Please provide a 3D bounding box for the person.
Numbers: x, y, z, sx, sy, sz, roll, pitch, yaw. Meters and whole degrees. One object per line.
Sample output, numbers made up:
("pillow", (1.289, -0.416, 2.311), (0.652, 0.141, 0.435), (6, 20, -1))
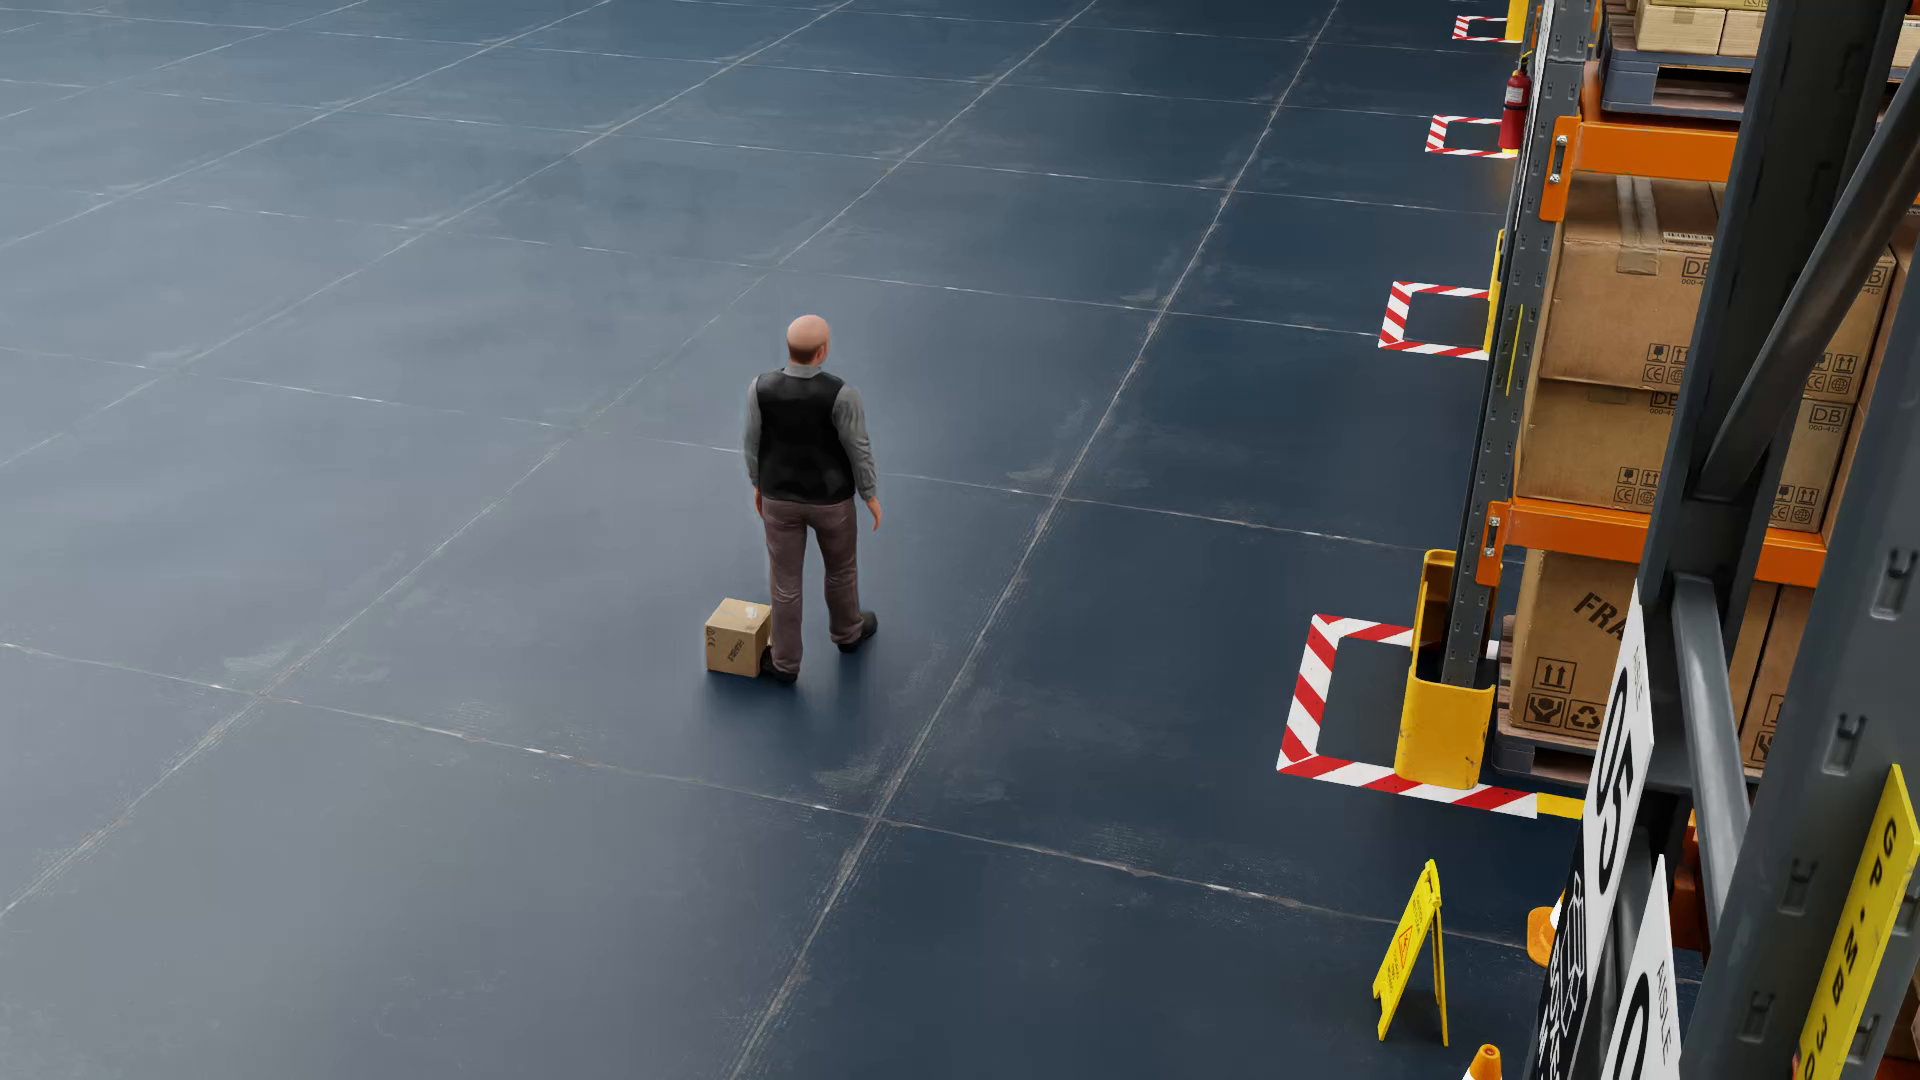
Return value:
("person", (-0.653, -0.205, 7.512), (0.613, 1.723, 0.629), (4, 29, 7))
